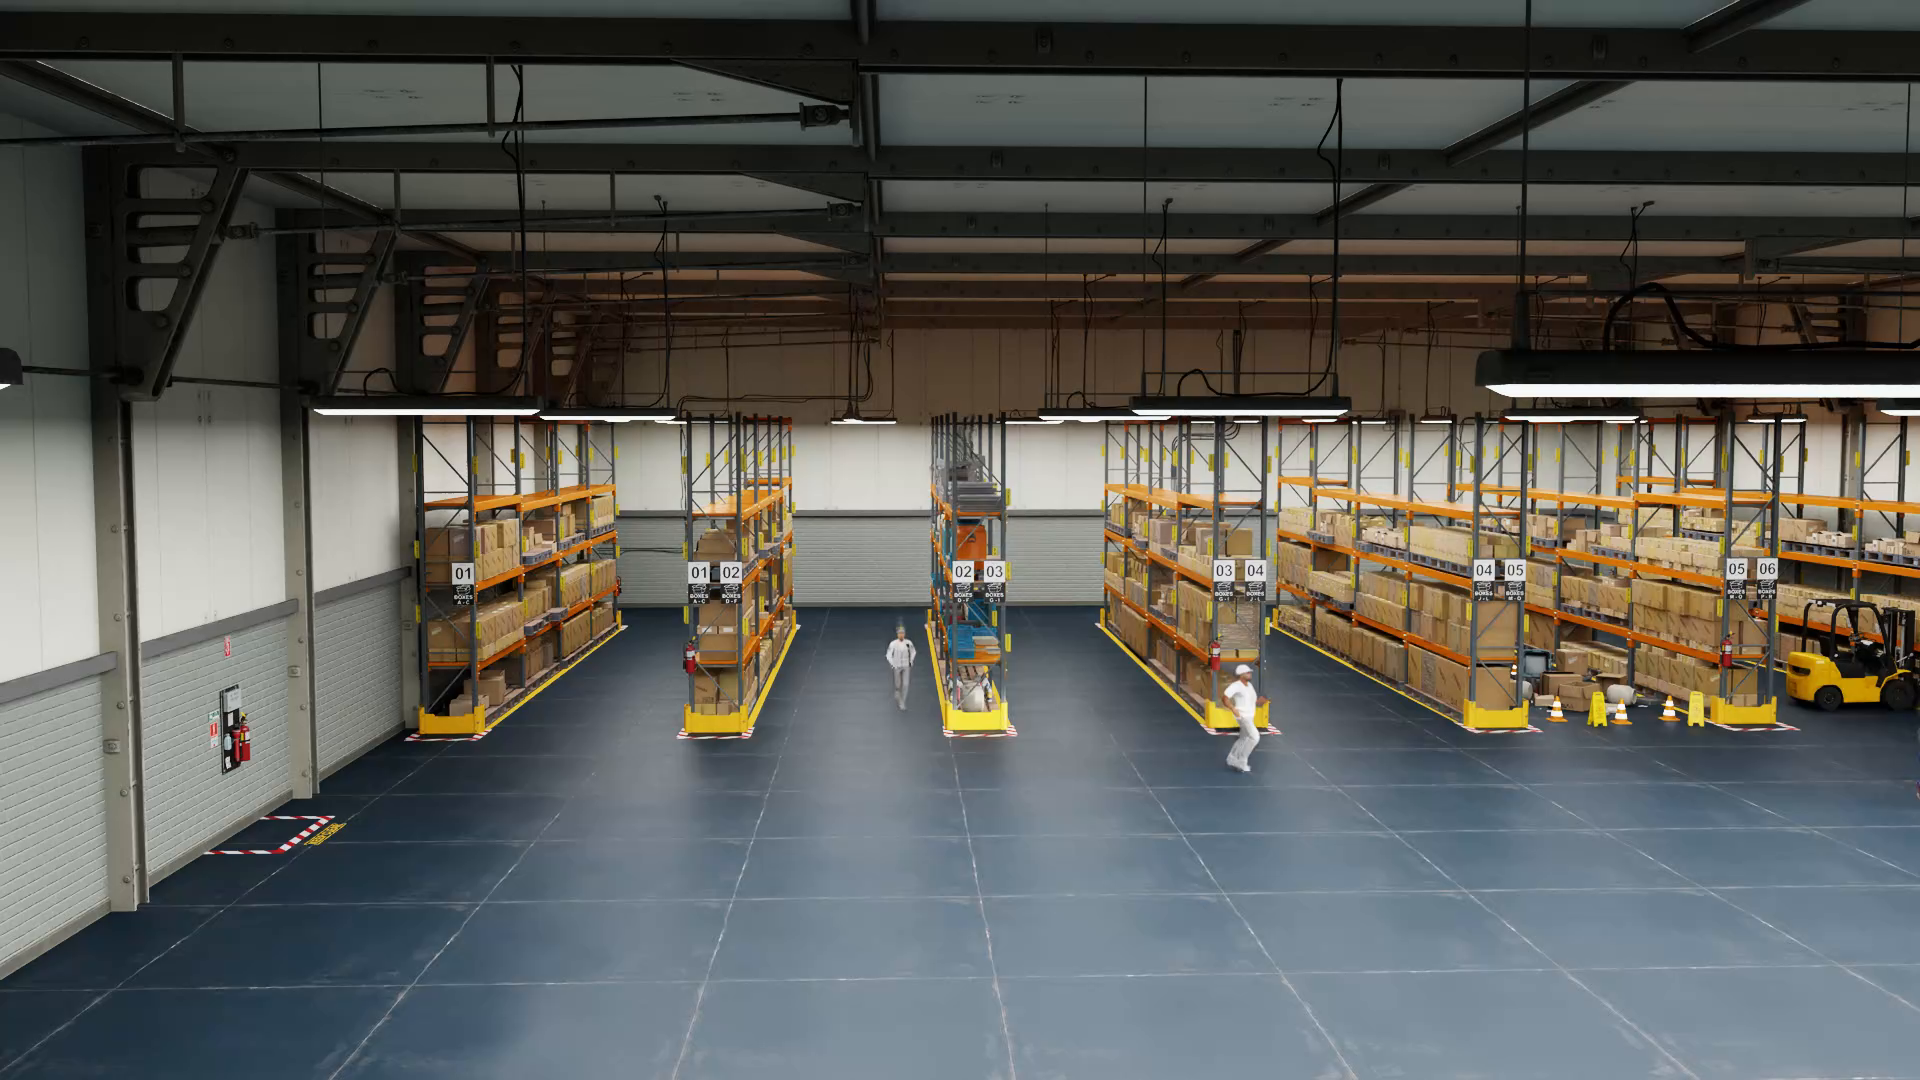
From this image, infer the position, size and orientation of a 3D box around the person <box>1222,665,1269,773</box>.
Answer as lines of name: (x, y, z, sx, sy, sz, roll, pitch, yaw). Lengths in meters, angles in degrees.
person: (4.752, 2.970, 27.633, 0.687, 1.797, 0.676, 2, 4, 29)

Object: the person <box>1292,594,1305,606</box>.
person: (10.104, 1.608, 49.024, 0.632, 1.581, 0.690, 1, 4, 18)

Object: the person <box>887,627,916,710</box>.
person: (-1.189, 2.598, 33.962, 0.617, 1.669, 0.747, -1, 4, -7)
